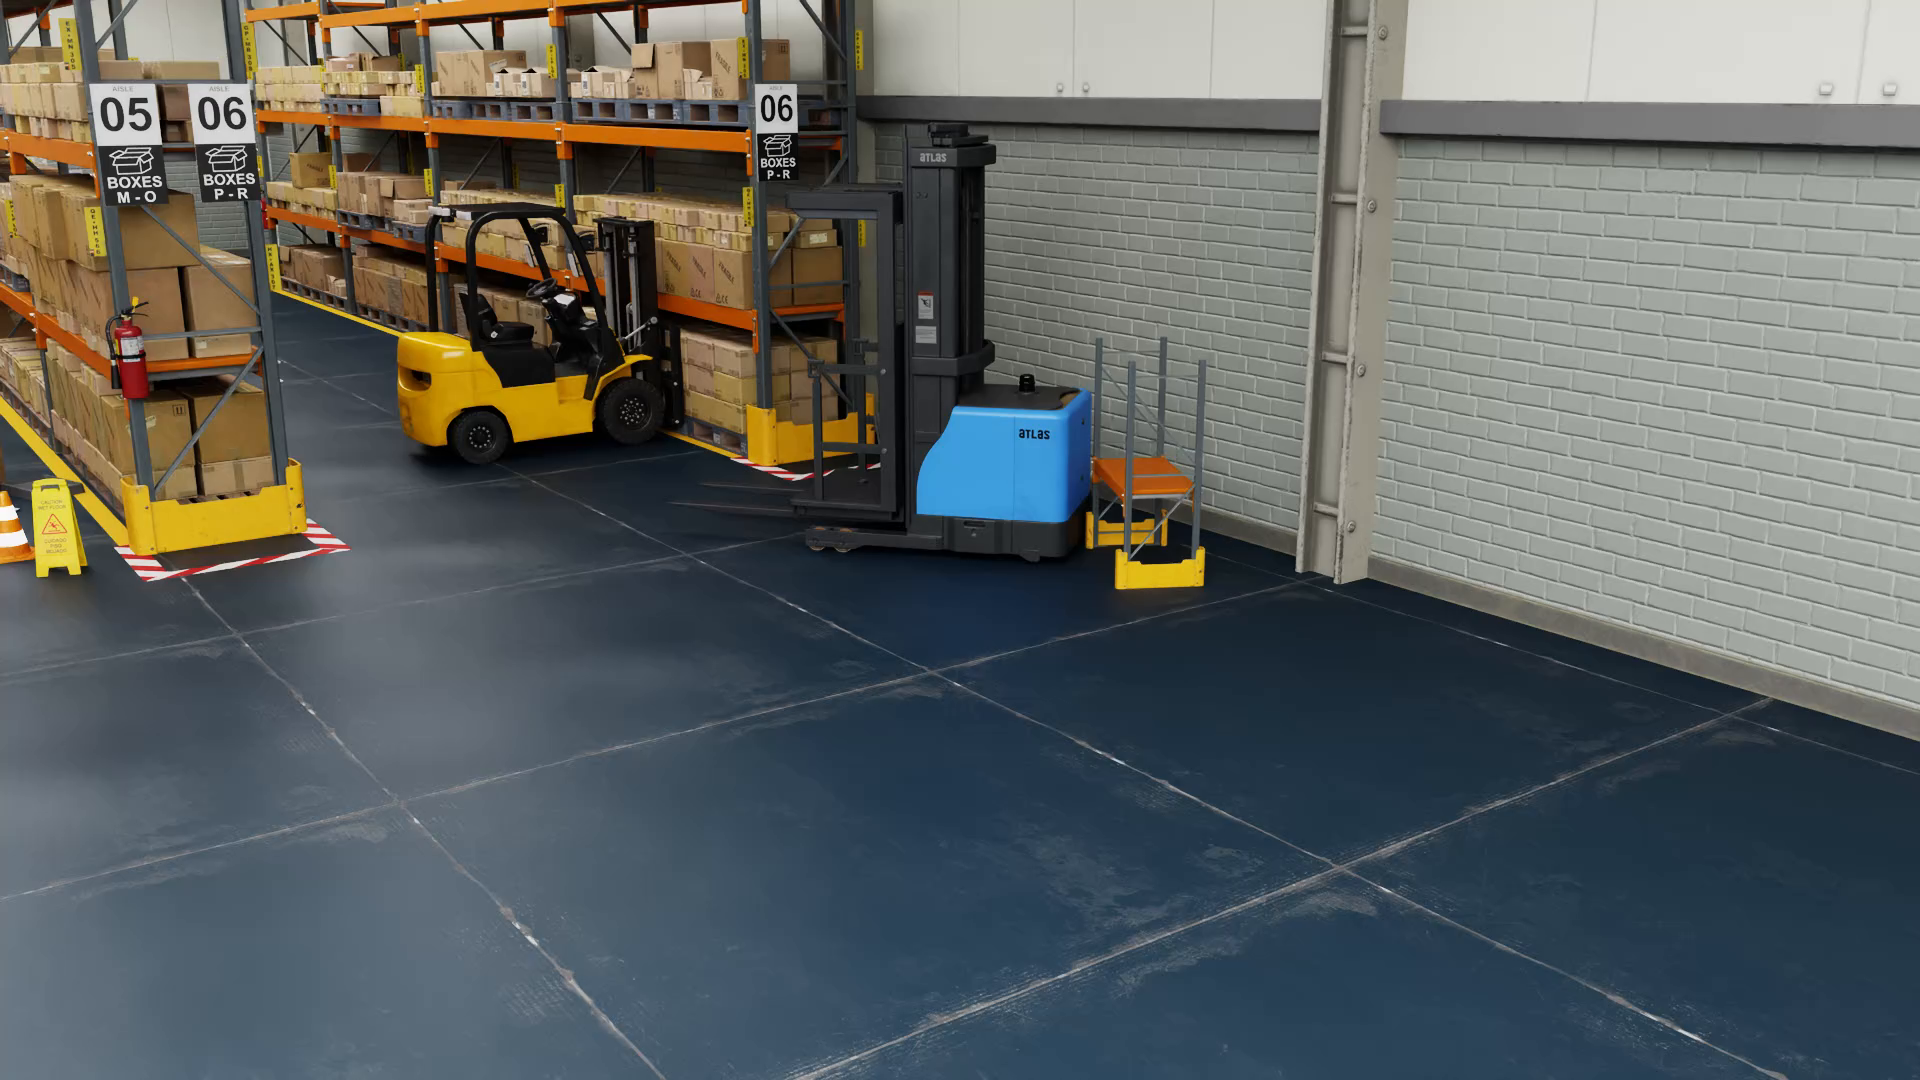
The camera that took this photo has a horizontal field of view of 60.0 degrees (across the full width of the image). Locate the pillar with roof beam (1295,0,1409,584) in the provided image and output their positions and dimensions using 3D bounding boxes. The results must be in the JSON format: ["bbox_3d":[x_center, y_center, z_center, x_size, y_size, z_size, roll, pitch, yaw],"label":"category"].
[{"bbox_3d":[-0.965,-3.445,7.615,9.100,9.000,0.400,-11,19,-35],"label":"pillar with roof beam"}]

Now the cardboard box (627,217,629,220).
[{"bbox_3d":[-3.140,-3.091,16.271,0.380,0.149,0.250,-11,19,-35],"label":"cardboard box"}]

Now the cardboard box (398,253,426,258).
[{"bbox_3d":[-7.777,-3.995,23.701,0.380,0.149,0.250,-11,19,-35],"label":"cardboard box"}]

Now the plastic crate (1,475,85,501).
[{"bbox_3d":[-7.435,-0.424,13.474,0.583,0.080,0.402,10,18,33],"label":"plastic crate"}]

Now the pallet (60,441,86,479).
[{"bbox_3d":[-7.271,-0.812,14.642,1.003,0.211,1.213,-11,19,-35],"label":"pallet"}]

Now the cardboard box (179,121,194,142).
[{"bbox_3d":[-5.275,-2.887,11.738,0.380,0.149,0.250,-11,19,-34],"label":"cardboard box"}]

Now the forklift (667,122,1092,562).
[{"bbox_3d":[-0.610,-1.456,11.844,3.031,2.935,1.130,4,16,14],"label":"forklift"}]

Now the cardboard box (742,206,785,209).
[{"bbox_3d":[-1.781,-2.992,15.343,0.380,0.149,0.250,-11,19,-34],"label":"cardboard box"}]

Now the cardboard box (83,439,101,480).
[{"bbox_3d":[-6.646,-0.671,13.257,0.500,0.250,0.500,-12,19,-37],"label":"cardboard box"}]

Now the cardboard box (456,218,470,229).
[{"bbox_3d":[-5.677,-3.849,19.795,0.500,0.250,0.500,-10,18,-33],"label":"cardboard box"}]

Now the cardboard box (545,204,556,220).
[{"bbox_3d":[-4.229,-3.518,17.829,0.380,0.149,0.250,-11,19,-35],"label":"cardboard box"}]

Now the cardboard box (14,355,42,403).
[{"bbox_3d":[-8.841,-1.643,16.578,0.950,0.372,0.625,-10,18,-33],"label":"cardboard box"}]

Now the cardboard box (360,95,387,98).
[{"bbox_3d":[-8.453,-6.444,23.978,0.500,0.250,0.500,-11,19,-36],"label":"cardboard box"}]

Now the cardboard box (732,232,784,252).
[{"bbox_3d":[-1.760,-2.603,14.488,0.380,0.149,0.250,-11,19,-34],"label":"cardboard box"}]

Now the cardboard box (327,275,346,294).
[{"bbox_3d":[-9.161,-3.808,24.690,0.396,0.266,0.258,-10,18,-33],"label":"cardboard box"}]

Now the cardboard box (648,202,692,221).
[{"bbox_3d":[-2.752,-3.143,15.897,0.380,0.149,0.250,-11,19,-34],"label":"cardboard box"}]

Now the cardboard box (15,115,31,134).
[{"bbox_3d":[-7.603,-3.451,13.796,0.380,0.149,0.250,-11,19,-34],"label":"cardboard box"}]

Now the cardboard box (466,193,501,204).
[{"bbox_3d":[-5.591,-4.006,19.612,0.380,0.149,0.250,-11,19,-34],"label":"cardboard box"}]

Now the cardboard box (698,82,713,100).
[{"bbox_3d":[-2.063,-3.918,14.518,0.380,0.149,0.250,-12,19,-36],"label":"cardboard box"}]

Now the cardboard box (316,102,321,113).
[{"bbox_3d":[-8.977,-6.184,23.781,0.380,0.149,0.250,-11,19,-35],"label":"cardboard box"}]

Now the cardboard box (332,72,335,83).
[{"bbox_3d":[-8.350,-6.316,22.718,0.380,0.149,0.250,-11,18,-34],"label":"cardboard box"}]

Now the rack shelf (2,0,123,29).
[{"bbox_3d":[-8.871,-5.076,15.694,1.077,0.370,4.000,-11,19,-35],"label":"rack shelf"}]

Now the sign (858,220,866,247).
[{"bbox_3d":[-0.878,-2.752,14.661,0.100,0.325,0.005,-11,19,-35],"label":"sign"}]

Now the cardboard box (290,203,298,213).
[{"bbox_3d":[-10.049,-5.112,25.546,0.380,0.149,0.250,-12,19,-36],"label":"cardboard box"}]

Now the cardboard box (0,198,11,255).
[{"bbox_3d":[-8.743,-2.969,15.693,0.500,0.500,0.500,-10,18,-33],"label":"cardboard box"}]

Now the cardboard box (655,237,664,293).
[{"bbox_3d":[-2.735,-2.652,15.893,0.500,0.500,0.500,-11,19,-34],"label":"cardboard box"}]

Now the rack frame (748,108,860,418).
[{"bbox_3d":[-1.330,-2.212,14.475,1.000,3.000,0.127,-11,19,-35],"label":"rack frame"}]

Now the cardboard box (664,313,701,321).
[{"bbox_3d":[-2.639,-2.134,16.708,0.500,0.250,0.500,-11,19,-34],"label":"cardboard box"}]

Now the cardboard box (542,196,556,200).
[{"bbox_3d":[-4.574,-3.868,19.109,0.380,0.149,0.250,-11,19,-34],"label":"cardboard box"}]

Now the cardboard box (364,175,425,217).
[{"bbox_3d":[-7.516,-4.609,22.248,0.700,0.500,0.500,-11,19,-35],"label":"cardboard box"}]

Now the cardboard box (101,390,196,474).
[{"bbox_3d":[-6.025,-0.809,12.343,0.500,0.500,0.500,-11,19,-34],"label":"cardboard box"}]

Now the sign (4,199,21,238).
[{"bbox_3d":[-8.142,-2.766,14.308,0.100,0.325,0.005,-11,19,-35],"label":"sign"}]

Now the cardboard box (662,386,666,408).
[{"bbox_3d":[-2.757,-1.463,16.152,0.500,0.250,0.500,-10,18,-33],"label":"cardboard box"}]

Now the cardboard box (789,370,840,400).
[{"bbox_3d":[-1.438,-1.462,15.202,0.500,0.250,0.500,-10,18,-34],"label":"cardboard box"}]

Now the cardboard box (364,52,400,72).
[{"bbox_3d":[-7.968,-6.588,22.925,0.396,0.266,0.258,-11,19,-35],"label":"cardboard box"}]

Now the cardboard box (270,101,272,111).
[{"bbox_3d":[-10.563,-6.798,26.025,0.380,0.149,0.250,-10,18,-34],"label":"cardboard box"}]

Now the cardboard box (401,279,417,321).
[{"bbox_3d":[-7.052,-3.194,22.003,0.500,0.500,0.500,-10,18,-32],"label":"cardboard box"}]

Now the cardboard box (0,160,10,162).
[{"bbox_3d":[-11.623,-4.368,20.269,0.500,0.500,0.500,-10,18,-33],"label":"cardboard box"}]

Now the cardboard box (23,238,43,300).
[{"bbox_3d":[-7.661,-2.349,14.224,0.500,0.500,0.500,-11,19,-35],"label":"cardboard box"}]

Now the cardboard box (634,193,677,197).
[{"bbox_3d":[-3.136,-3.489,17.161,0.380,0.149,0.250,-11,19,-36],"label":"cardboard box"}]

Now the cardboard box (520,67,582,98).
[{"bbox_3d":[-4.305,-4.837,17.570,0.500,0.311,0.500,-12,19,-36],"label":"cardboard box"}]

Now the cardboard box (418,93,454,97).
[{"bbox_3d":[-6.437,-5.525,20.428,0.380,0.149,0.250,-10,18,-33],"label":"cardboard box"}]

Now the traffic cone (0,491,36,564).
[{"bbox_3d":[-6.639,-0.109,11.596,0.336,0.463,0.334,-11,19,-35],"label":"traffic cone"}]

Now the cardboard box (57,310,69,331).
[{"bbox_3d":[-7.024,-1.782,13.380,0.380,0.149,0.250,-11,19,-34],"label":"cardboard box"}]

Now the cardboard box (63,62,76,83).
[{"bbox_3d":[-6.066,-3.290,11.697,0.380,0.149,0.250,-11,19,-35],"label":"cardboard box"}]

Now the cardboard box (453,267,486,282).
[{"bbox_3d":[-6.434,-3.491,21.861,0.380,0.149,0.250,-11,19,-34],"label":"cardboard box"}]

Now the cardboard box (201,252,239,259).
[{"bbox_3d":[-5.704,-1.887,12.534,0.500,0.500,0.500,-10,18,-33],"label":"cardboard box"}]

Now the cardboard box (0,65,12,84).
[{"bbox_3d":[-7.774,-3.887,13.879,0.380,0.149,0.250,-11,19,-36],"label":"cardboard box"}]

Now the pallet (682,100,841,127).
[{"bbox_3d":[-1.725,-3.771,14.657,1.003,0.211,1.213,-11,19,-35],"label":"pallet"}]

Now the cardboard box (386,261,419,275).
[{"bbox_3d":[-7.572,-3.697,22.613,0.380,0.149,0.250,-10,18,-33],"label":"cardboard box"}]

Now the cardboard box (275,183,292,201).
[{"bbox_3d":[-10.392,-5.453,26.039,0.500,0.250,0.500,-11,19,-34],"label":"cardboard box"}]

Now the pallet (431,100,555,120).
[{"bbox_3d":[-5.562,-5.145,19.867,1.213,0.211,1.003,-10,18,-32],"label":"pallet"}]

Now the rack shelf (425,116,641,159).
[{"bbox_3d":[-4.858,-4.593,18.856,1.077,0.370,4.000,-11,19,-35],"label":"rack shelf"}]

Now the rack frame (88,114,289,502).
[{"bbox_3d":[-5.343,-1.441,11.658,1.000,3.000,0.127,-11,19,-35],"label":"rack frame"}]

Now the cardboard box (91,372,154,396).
[{"bbox_3d":[-6.295,-1.190,12.506,0.380,0.149,0.250,-10,18,-33],"label":"cardboard box"}]

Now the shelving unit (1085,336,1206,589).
[{"bbox_3d":[1.252,-0.551,11.248,0.587,1.500,1.083,-2,15,-7],"label":"shelving unit"}]

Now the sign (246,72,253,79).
[{"bbox_3d":[-11.176,-7.413,26.139,0.100,0.325,0.005,-11,19,-35],"label":"sign"}]
